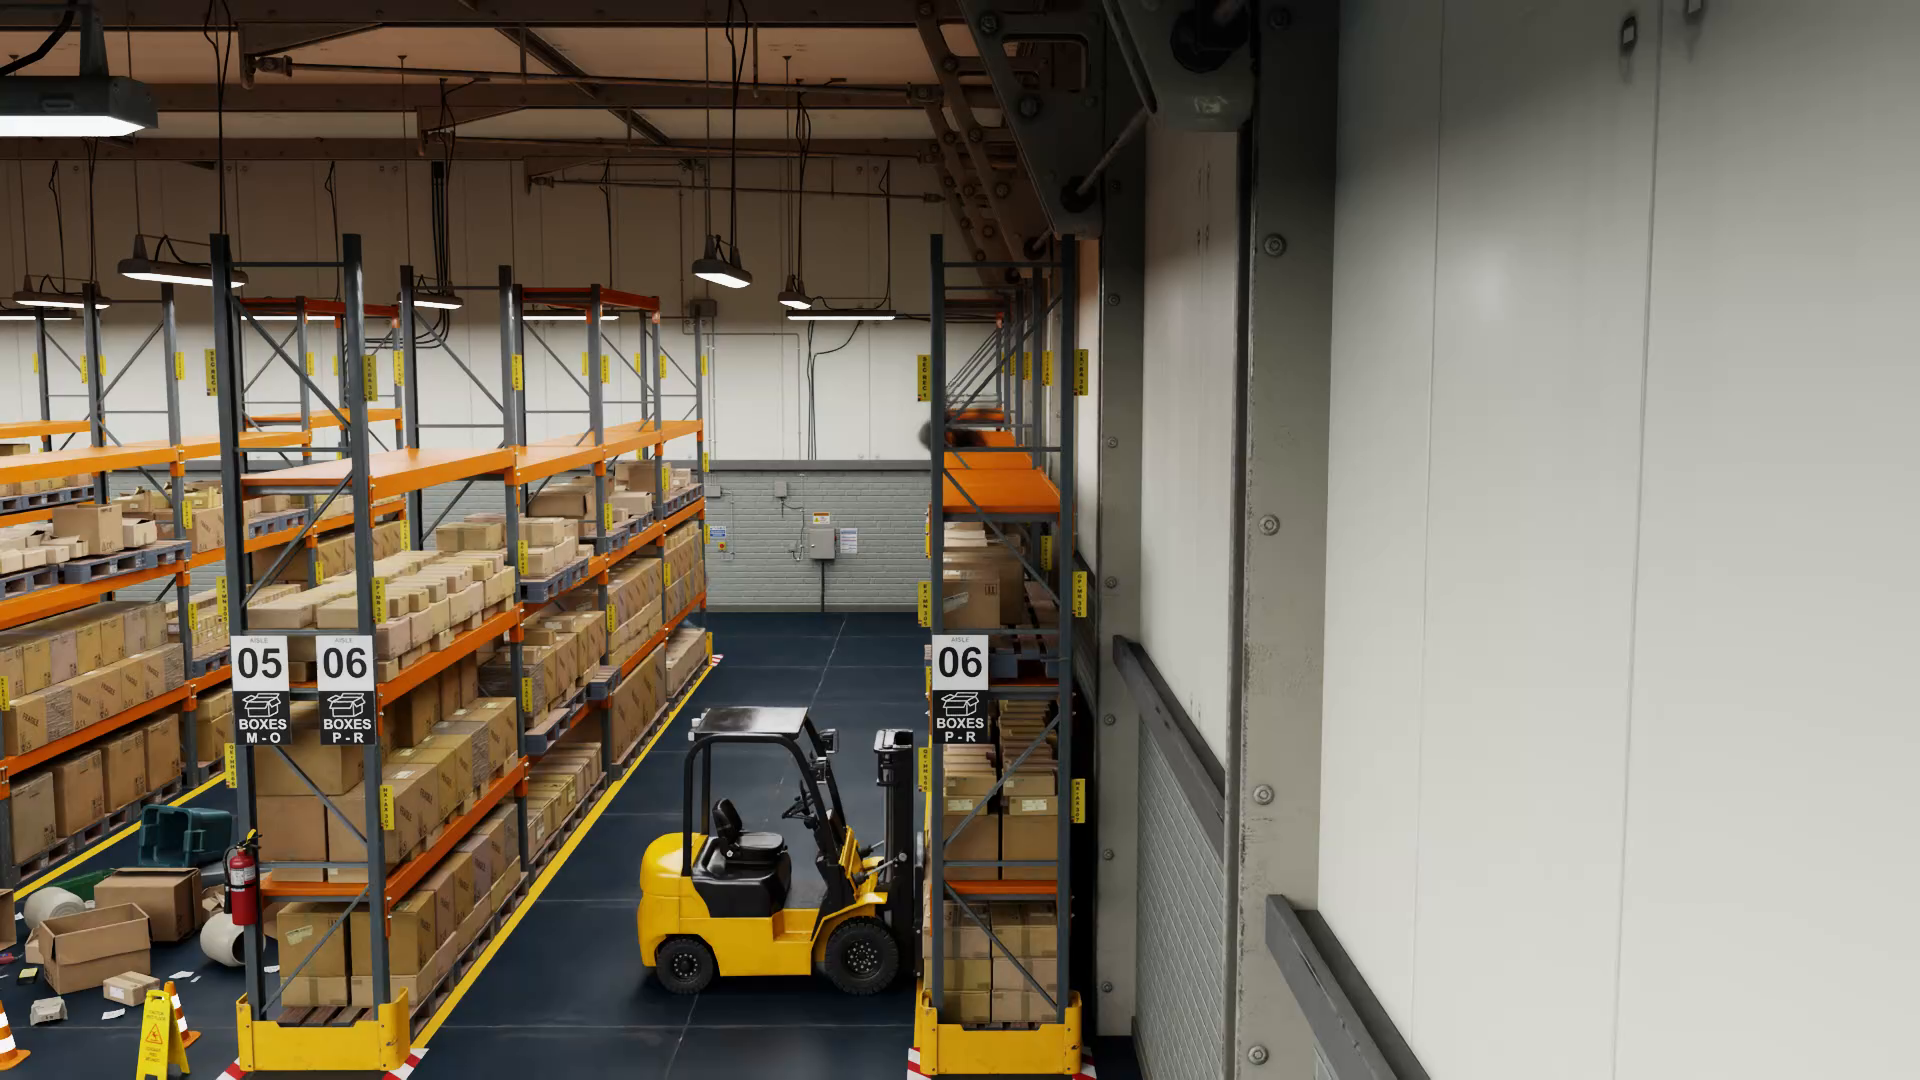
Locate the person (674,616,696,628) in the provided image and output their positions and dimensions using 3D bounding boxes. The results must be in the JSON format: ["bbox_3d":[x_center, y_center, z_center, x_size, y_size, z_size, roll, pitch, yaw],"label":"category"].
[{"bbox_3d":[-4.973,1.059,29.227,0.903,1.749,0.725,2,7,18],"label":"person"}]
